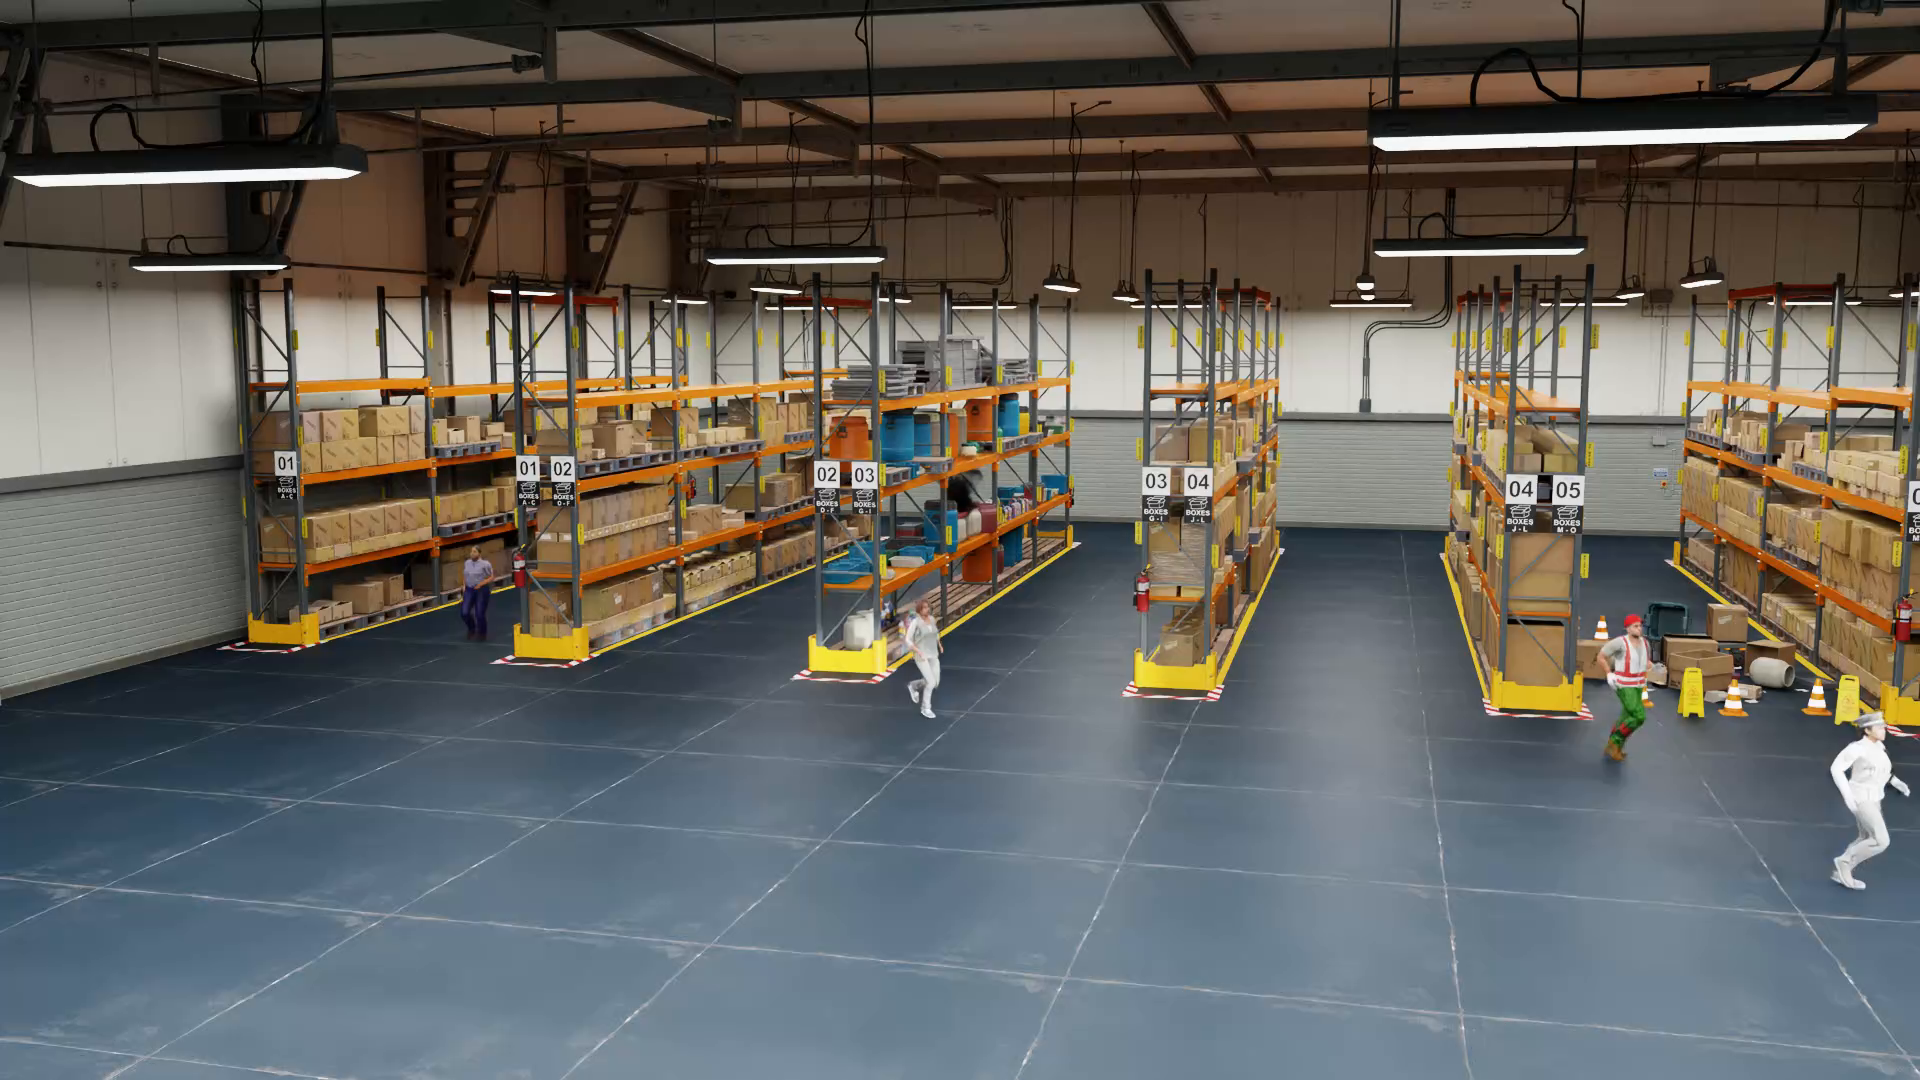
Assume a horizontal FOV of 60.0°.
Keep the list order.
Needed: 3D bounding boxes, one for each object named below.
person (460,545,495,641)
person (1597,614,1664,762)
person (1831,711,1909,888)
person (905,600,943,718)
[{"bbox_3d":[-8.043,0.892,27.646,0.610,1.614,0.583,1,7,6],"label":"person"},{"bbox_3d":[8.004,1.761,19.769,0.624,1.770,0.667,-4,8,-27],"label":"person"},{"bbox_3d":[8.284,2.372,15.124,0.623,1.657,0.567,-6,9,-41],"label":"person"},{"bbox_3d":[-0.507,1.575,22.307,0.540,1.569,0.557,-6,9,-40],"label":"person"}]
